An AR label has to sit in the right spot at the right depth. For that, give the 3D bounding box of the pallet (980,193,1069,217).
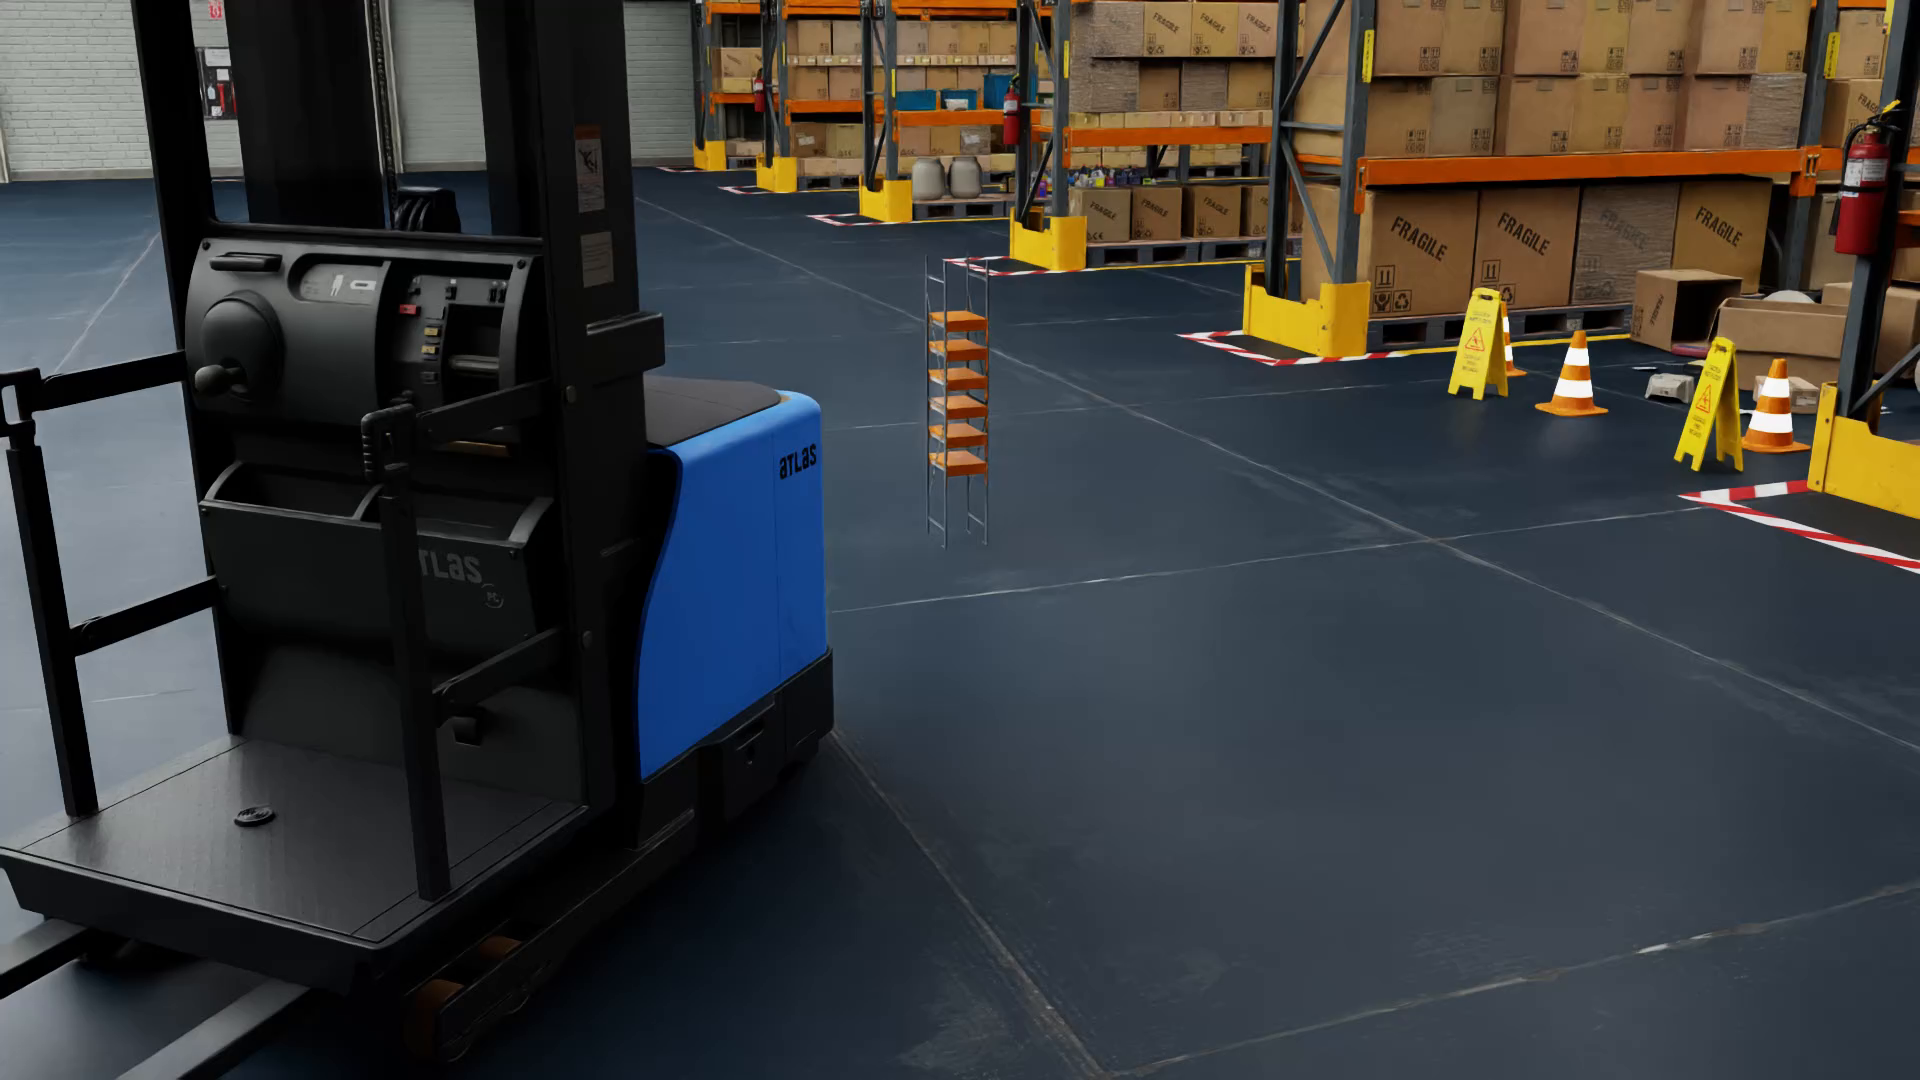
[{"bbox_3d":[0.964,-4.348,21.531,1.213,0.211,1.003,-6,17,-20],"label":"pallet"}]

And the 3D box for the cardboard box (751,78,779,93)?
[{"bbox_3d":[-3.484,-8.030,29.349,0.500,0.250,0.500,-7,18,-22],"label":"cardboard box"}]

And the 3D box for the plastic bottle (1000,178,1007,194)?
[{"bbox_3d":[0.570,-4.633,21.736,0.097,0.201,0.097,0,16,0],"label":"plastic bottle"}]

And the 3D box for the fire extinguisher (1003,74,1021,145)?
[{"bbox_3d":[0.513,-4.233,16.327,0.183,0.674,0.296,-6,17,-20],"label":"fire extinguisher"}]

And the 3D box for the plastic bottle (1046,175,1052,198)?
[{"bbox_3d":[1.137,-4.501,21.163,0.097,0.271,0.097,0,16,0],"label":"plastic bottle"}]

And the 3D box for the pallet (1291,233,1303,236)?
[{"bbox_3d":[3.905,-3.149,17.446,1.213,0.211,1.003,-6,17,-20],"label":"pallet"}]

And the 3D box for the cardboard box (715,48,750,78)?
[{"bbox_3d":[-3.980,-8.337,29.064,0.500,0.500,0.500,-6,17,-20],"label":"cardboard box"}]

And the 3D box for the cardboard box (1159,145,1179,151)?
[{"bbox_3d":[3.357,-6.503,27.060,0.500,0.311,0.500,-6,17,-20],"label":"cardboard box"}]

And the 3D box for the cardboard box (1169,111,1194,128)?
[{"bbox_3d":[2.077,-4.101,16.187,0.250,0.149,0.380,-6,17,-20],"label":"cardboard box"}]

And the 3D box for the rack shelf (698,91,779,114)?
[{"bbox_3d":[-2.665,-7.927,30.044,4.000,0.370,1.077,-6,17,-20],"label":"rack shelf"}]

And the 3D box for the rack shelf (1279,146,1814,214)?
[{"bbox_3d":[4.332,-2.702,12.252,4.000,0.370,1.077,-6,17,-20],"label":"rack shelf"}]

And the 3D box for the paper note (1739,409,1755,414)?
[{"bbox_3d":[4.501,-0.748,9.590,0.142,0.019,0.148,-14,21,-39],"label":"paper note"}]

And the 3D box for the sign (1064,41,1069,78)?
[{"bbox_3d":[0.979,-4.433,15.334,0.005,0.325,0.100,-6,17,-20],"label":"sign"}]

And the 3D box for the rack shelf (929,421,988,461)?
[{"bbox_3d":[-0.014,-0.416,6.971,0.180,0.103,0.258,-6,17,-20],"label":"rack shelf"}]

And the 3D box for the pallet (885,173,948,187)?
[{"bbox_3d":[-0.920,-5.639,25.927,1.213,0.211,1.003,-6,17,-20],"label":"pallet"}]

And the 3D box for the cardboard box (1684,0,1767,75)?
[{"bbox_3d":[5.371,-3.724,12.275,0.550,0.550,0.875,-6,17,-20],"label":"cardboard box"}]

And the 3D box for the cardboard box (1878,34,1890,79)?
[{"bbox_3d":[7.141,-3.880,13.036,0.500,0.500,0.700,-6,18,-21],"label":"cardboard box"}]

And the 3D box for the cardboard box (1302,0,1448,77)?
[{"bbox_3d":[2.825,-3.463,11.383,0.550,0.550,0.875,-6,17,-20],"label":"cardboard box"}]

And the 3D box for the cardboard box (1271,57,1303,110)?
[{"bbox_3d":[3.167,-4.607,16.759,0.500,0.500,0.875,-6,17,-20],"label":"cardboard box"}]

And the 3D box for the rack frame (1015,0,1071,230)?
[{"bbox_3d":[0.784,-4.161,15.942,0.127,3.000,1.000,-6,17,-20],"label":"rack frame"}]

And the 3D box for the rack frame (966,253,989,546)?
[{"bbox_3d":[0.072,-0.583,6.956,0.006,1.200,0.240,-6,17,-20],"label":"rack frame"}]

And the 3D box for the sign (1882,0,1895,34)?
[{"bbox_3d":[4.151,-2.408,7.360,0.005,0.325,0.100,-6,17,-20],"label":"sign"}]

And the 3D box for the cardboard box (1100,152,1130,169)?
[{"bbox_3d":[2.404,-6.132,26.792,0.500,0.250,0.500,-7,18,-22],"label":"cardboard box"}]

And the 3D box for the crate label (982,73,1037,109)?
[{"bbox_3d":[0.634,-5.737,21.249,0.616,0.435,0.502,-6,17,-20],"label":"crate label"}]

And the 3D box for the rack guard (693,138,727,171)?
[{"bbox_3d":[-4.462,-6.879,29.635,0.348,0.500,1.175,-6,17,-20],"label":"rack guard"}]

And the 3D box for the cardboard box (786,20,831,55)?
[{"bbox_3d":[-2.267,-7.487,24.789,0.500,0.500,0.700,-6,17,-20],"label":"cardboard box"}]

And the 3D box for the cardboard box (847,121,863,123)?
[{"bbox_3d":[-1.434,-6.246,25.849,0.500,0.500,0.500,-6,17,-20],"label":"cardboard box"}]

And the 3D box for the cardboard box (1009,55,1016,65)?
[{"bbox_3d":[0.801,-7.446,25.802,0.250,0.149,0.380,-6,17,-20],"label":"cardboard box"}]

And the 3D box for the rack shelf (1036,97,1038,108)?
[{"bbox_3d":[2.846,-7.027,26.981,4.000,0.370,1.077,-6,17,-20],"label":"rack shelf"}]

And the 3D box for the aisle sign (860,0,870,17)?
[{"bbox_3d":[-1.161,-6.782,20.255,0.004,0.787,0.394,-6,17,-20],"label":"aisle sign"}]

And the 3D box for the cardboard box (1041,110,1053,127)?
[{"bbox_3d":[0.977,-4.123,16.261,0.250,0.149,0.380,-6,17,-20],"label":"cardboard box"}]

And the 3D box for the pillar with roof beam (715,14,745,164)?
[{"bbox_3d":[-2.648,-10.114,25.569,0.400,9.000,9.100,-6,17,-20],"label":"pillar with roof beam"}]

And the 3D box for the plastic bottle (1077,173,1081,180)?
[{"bbox_3d":[1.576,-4.595,21.461,0.133,0.283,0.061,-6,17,-20],"label":"plastic bottle"}]

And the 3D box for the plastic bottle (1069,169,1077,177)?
[{"bbox_3d":[1.500,-4.778,22.085,0.133,0.283,0.061,-5,17,-18],"label":"plastic bottle"}]

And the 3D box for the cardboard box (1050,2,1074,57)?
[{"bbox_3d":[1.210,-4.951,16.156,0.500,0.500,0.500,-6,17,-20],"label":"cardboard box"}]

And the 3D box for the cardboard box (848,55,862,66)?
[{"bbox_3d":[-1.598,-7.186,24.918,0.250,0.149,0.380,-6,18,-21],"label":"cardboard box"}]

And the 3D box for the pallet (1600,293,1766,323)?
[{"bbox_3d":[5.462,-1.855,13.039,1.213,0.211,1.003,-6,17,-20],"label":"pallet"}]

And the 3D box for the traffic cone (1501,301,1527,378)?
[{"bbox_3d":[3.469,-1.308,10.731,0.334,0.463,0.336,-6,17,-20],"label":"traffic cone"}]

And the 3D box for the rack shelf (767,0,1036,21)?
[{"bbox_3d":[-0.889,-8.063,25.185,4.000,0.370,1.077,-6,17,-20],"label":"rack shelf"}]

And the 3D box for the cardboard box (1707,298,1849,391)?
[{"bbox_3d":[5.065,-1.199,10.287,0.797,0.503,0.637,9,19,28],"label":"cardboard box"}]

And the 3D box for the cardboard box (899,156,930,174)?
[{"bbox_3d":[-0.775,-5.796,25.646,0.500,0.250,0.500,-6,17,-20],"label":"cardboard box"}]

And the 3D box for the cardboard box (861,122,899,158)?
[{"bbox_3d":[-1.248,-6.110,25.383,0.500,0.500,0.500,-6,17,-20],"label":"cardboard box"}]

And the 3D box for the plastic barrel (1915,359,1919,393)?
[{"bbox_3d":[5.717,-0.924,9.492,0.421,0.421,0.512,6,17,18],"label":"plastic barrel"}]

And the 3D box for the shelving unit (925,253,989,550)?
[{"bbox_3d":[-0.014,-0.574,6.924,0.189,1.200,0.258,-6,17,-20],"label":"shelving unit"}]

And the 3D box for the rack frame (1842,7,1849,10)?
[{"bbox_3d":[13.953,-7.077,25.873,0.127,3.000,1.000,-6,17,-20],"label":"rack frame"}]

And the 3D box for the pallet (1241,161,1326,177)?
[{"bbox_3d":[5.424,-6.301,28.181,1.213,0.211,1.003,-6,17,-20],"label":"pallet"}]

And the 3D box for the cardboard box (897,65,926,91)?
[{"bbox_3d":[-0.872,-7.016,25.488,0.500,0.500,0.700,-6,17,-18],"label":"cardboard box"}]

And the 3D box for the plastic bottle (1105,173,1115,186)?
[{"bbox_3d":[1.933,-4.587,21.436,0.133,0.283,0.061,-5,17,-16],"label":"plastic bottle"}]

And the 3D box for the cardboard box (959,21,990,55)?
[{"bbox_3d":[0.095,-7.743,25.663,0.500,0.500,0.700,-6,17,-20],"label":"cardboard box"}]

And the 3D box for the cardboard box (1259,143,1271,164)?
[{"bbox_3d":[5.241,-6.556,27.756,0.500,0.500,0.500,-5,17,-18],"label":"cardboard box"}]

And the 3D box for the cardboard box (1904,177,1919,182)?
[{"bbox_3d":[8.519,-2.647,14.037,0.750,0.750,1.050,-6,17,-19],"label":"cardboard box"}]

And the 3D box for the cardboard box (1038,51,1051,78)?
[{"bbox_3d":[1.347,-8.954,31.309,0.500,0.500,0.700,-6,17,-20],"label":"cardboard box"}]

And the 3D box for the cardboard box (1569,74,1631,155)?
[{"bbox_3d":[4.349,-3.116,12.118,0.500,0.550,0.875,-6,17,-20],"label":"cardboard box"}]

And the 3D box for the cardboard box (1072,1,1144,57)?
[{"bbox_3d":[1.396,-4.815,15.690,0.500,0.500,0.500,-6,17,-20],"label":"cardboard box"}]

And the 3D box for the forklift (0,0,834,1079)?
[{"bbox_3d":[-1.416,-0.464,3.478,1.130,2.935,3.031,7,18,22],"label":"forklift"}]

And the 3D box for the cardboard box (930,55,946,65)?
[{"bbox_3d":[-0.385,-7.318,25.367,0.250,0.149,0.380,-6,17,-18],"label":"cardboard box"}]

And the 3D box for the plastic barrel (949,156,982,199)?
[{"bbox_3d":[0.067,-4.608,21.138,0.421,0.512,0.421,0,16,0],"label":"plastic barrel"}]

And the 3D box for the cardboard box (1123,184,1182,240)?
[{"bbox_3d":[1.919,-3.290,16.671,0.500,0.500,0.500,-2,16,-6],"label":"cardboard box"}]
